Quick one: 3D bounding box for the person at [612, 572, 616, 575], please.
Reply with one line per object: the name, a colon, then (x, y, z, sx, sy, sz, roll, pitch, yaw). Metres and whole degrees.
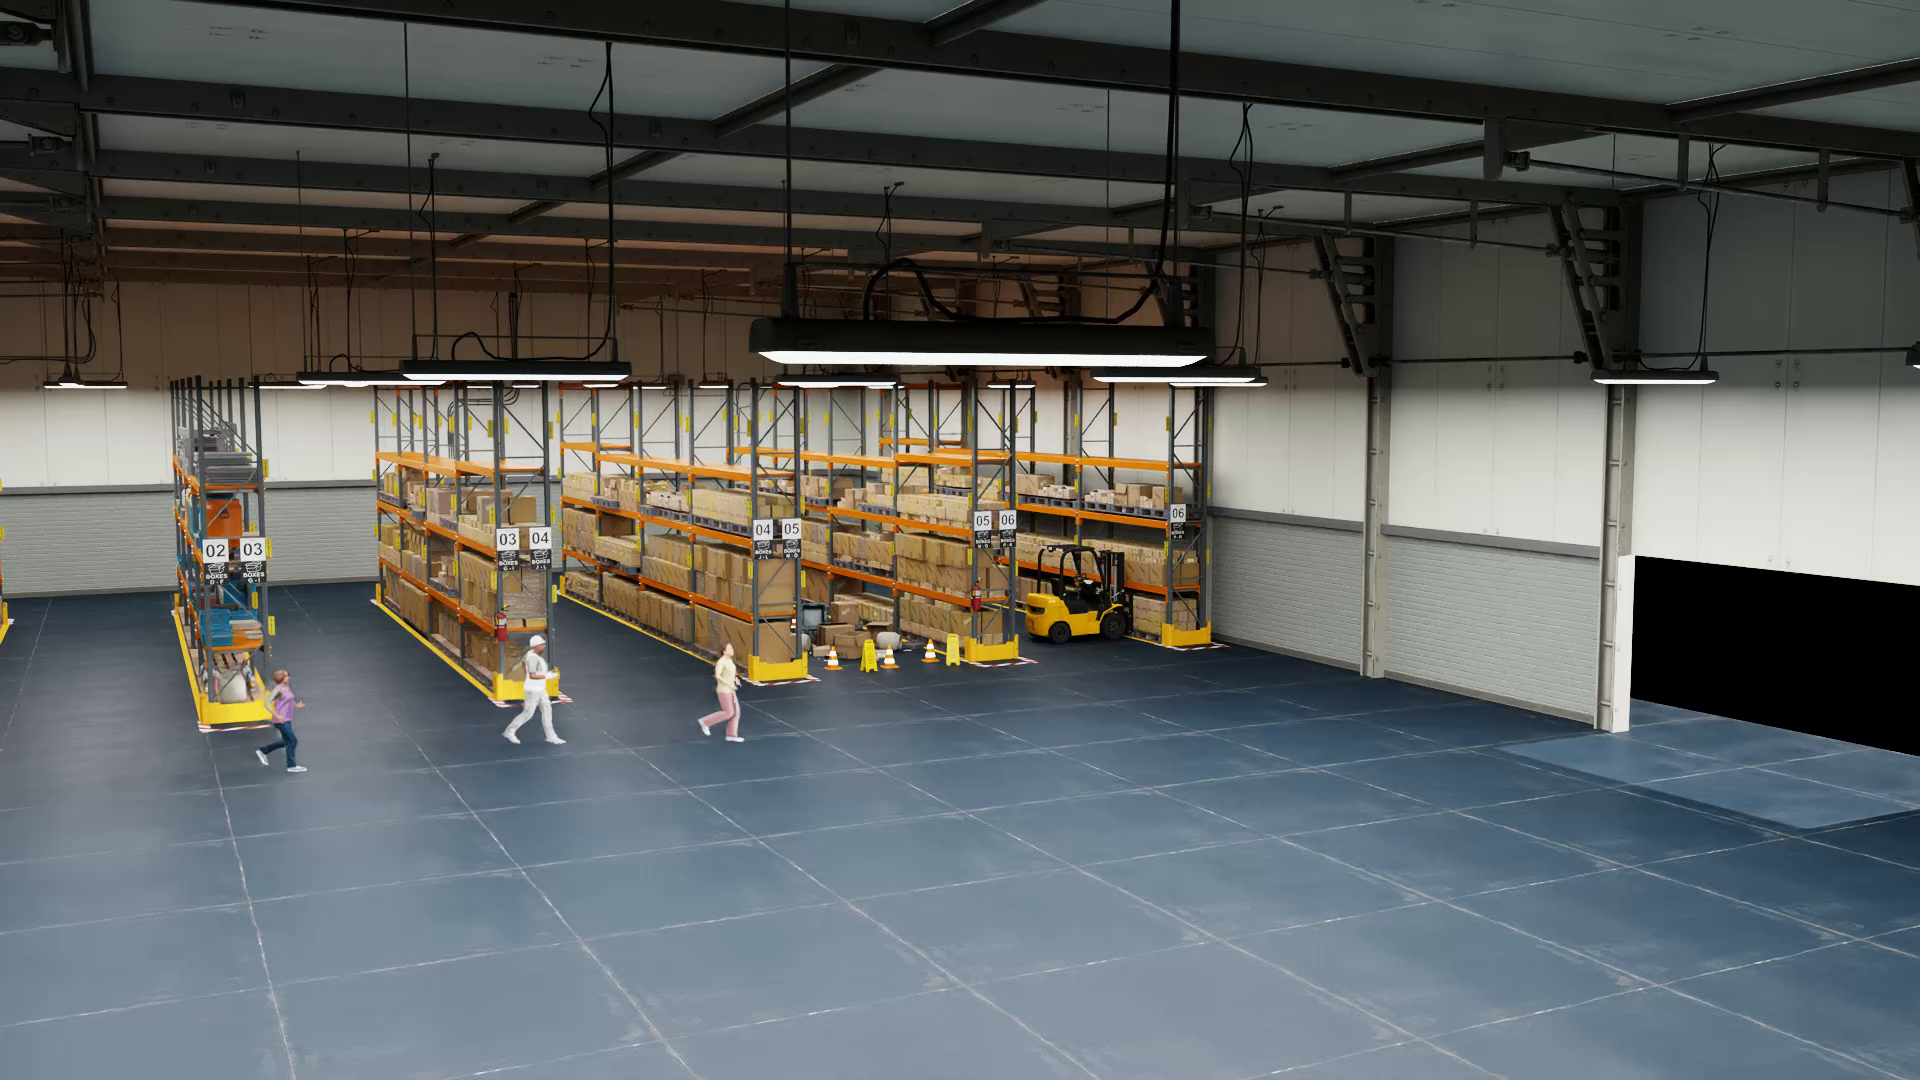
person: (-10.145, 0.405, 49.750, 0.667, 1.768, 0.963, 5, 7, 43)

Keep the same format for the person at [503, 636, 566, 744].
person: (-6.888, 2.431, 26.828, 0.977, 1.785, 0.645, 0, 5, -3)

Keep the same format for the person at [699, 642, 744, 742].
person: (-3.900, 2.490, 27.311, 0.722, 1.652, 0.584, 1, 5, 8)

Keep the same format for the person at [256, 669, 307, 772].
person: (-10.219, 2.716, 24.953, 0.736, 1.568, 0.538, 0, 5, -4)
